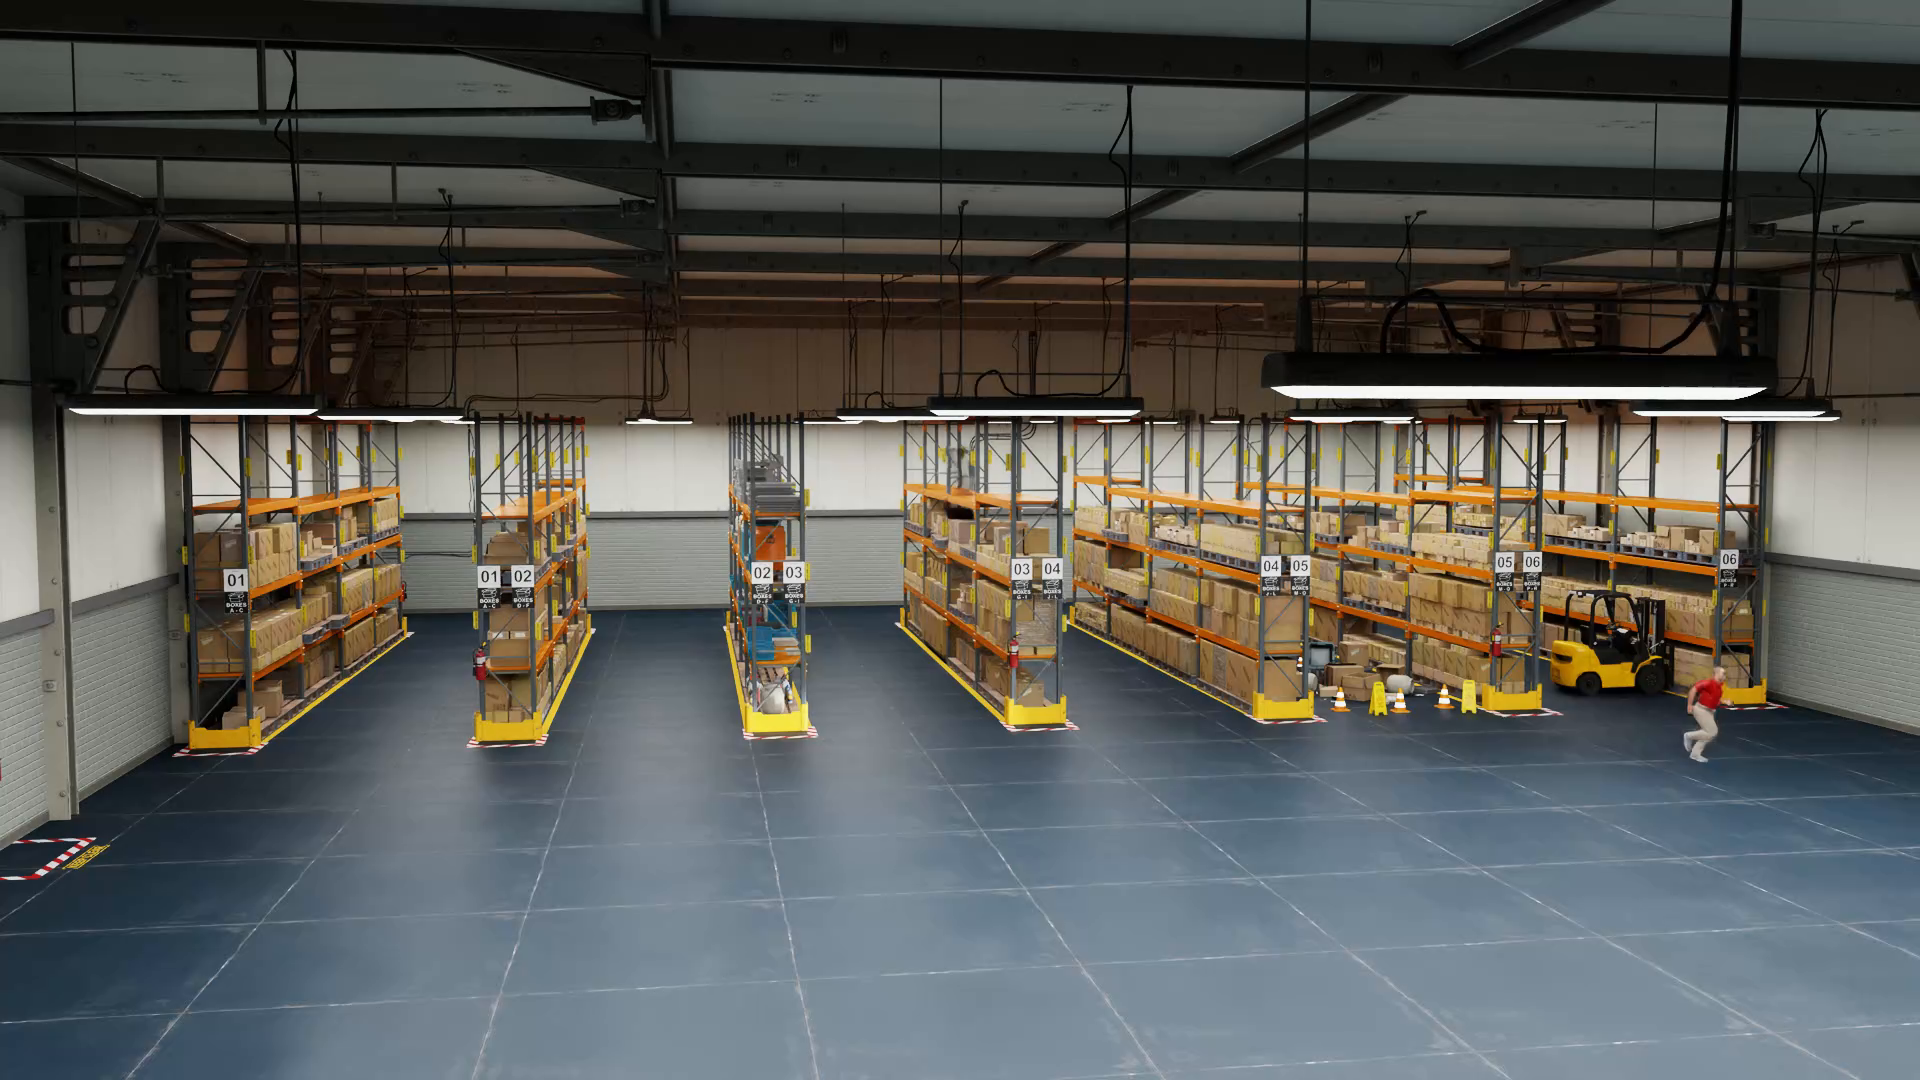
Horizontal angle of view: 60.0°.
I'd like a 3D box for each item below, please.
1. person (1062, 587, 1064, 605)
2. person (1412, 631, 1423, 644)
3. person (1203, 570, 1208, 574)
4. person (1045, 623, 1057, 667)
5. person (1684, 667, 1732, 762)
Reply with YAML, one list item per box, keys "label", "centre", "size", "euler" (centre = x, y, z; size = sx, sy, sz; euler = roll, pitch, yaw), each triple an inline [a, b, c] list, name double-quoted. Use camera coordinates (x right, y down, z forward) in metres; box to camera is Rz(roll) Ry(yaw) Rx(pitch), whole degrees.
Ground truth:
- label: "person"
  centre: [2.522, 1.779, 45.357]
  size: [0.680, 1.770, 1.070]
  euler: [-1, 4, -12]
- label: "person"
  centre: [11.592, 2.058, 42.146]
  size: [0.575, 1.668, 0.796]
  euler: [-1, 4, -18]
- label: "person"
  centre: [6.675, 1.739, 45.565]
  size: [0.644, 1.839, 0.826]
  euler: [-2, 4, -26]
- label: "person"
  centre: [2.148, 2.223, 39.687]
  size: [0.505, 1.592, 0.662]
  euler: [-1, 4, -21]
- label: "person"
  centre: [12.798, 2.978, 28.434]
  size: [0.746, 1.655, 0.652]
  euler: [4, 5, 42]
